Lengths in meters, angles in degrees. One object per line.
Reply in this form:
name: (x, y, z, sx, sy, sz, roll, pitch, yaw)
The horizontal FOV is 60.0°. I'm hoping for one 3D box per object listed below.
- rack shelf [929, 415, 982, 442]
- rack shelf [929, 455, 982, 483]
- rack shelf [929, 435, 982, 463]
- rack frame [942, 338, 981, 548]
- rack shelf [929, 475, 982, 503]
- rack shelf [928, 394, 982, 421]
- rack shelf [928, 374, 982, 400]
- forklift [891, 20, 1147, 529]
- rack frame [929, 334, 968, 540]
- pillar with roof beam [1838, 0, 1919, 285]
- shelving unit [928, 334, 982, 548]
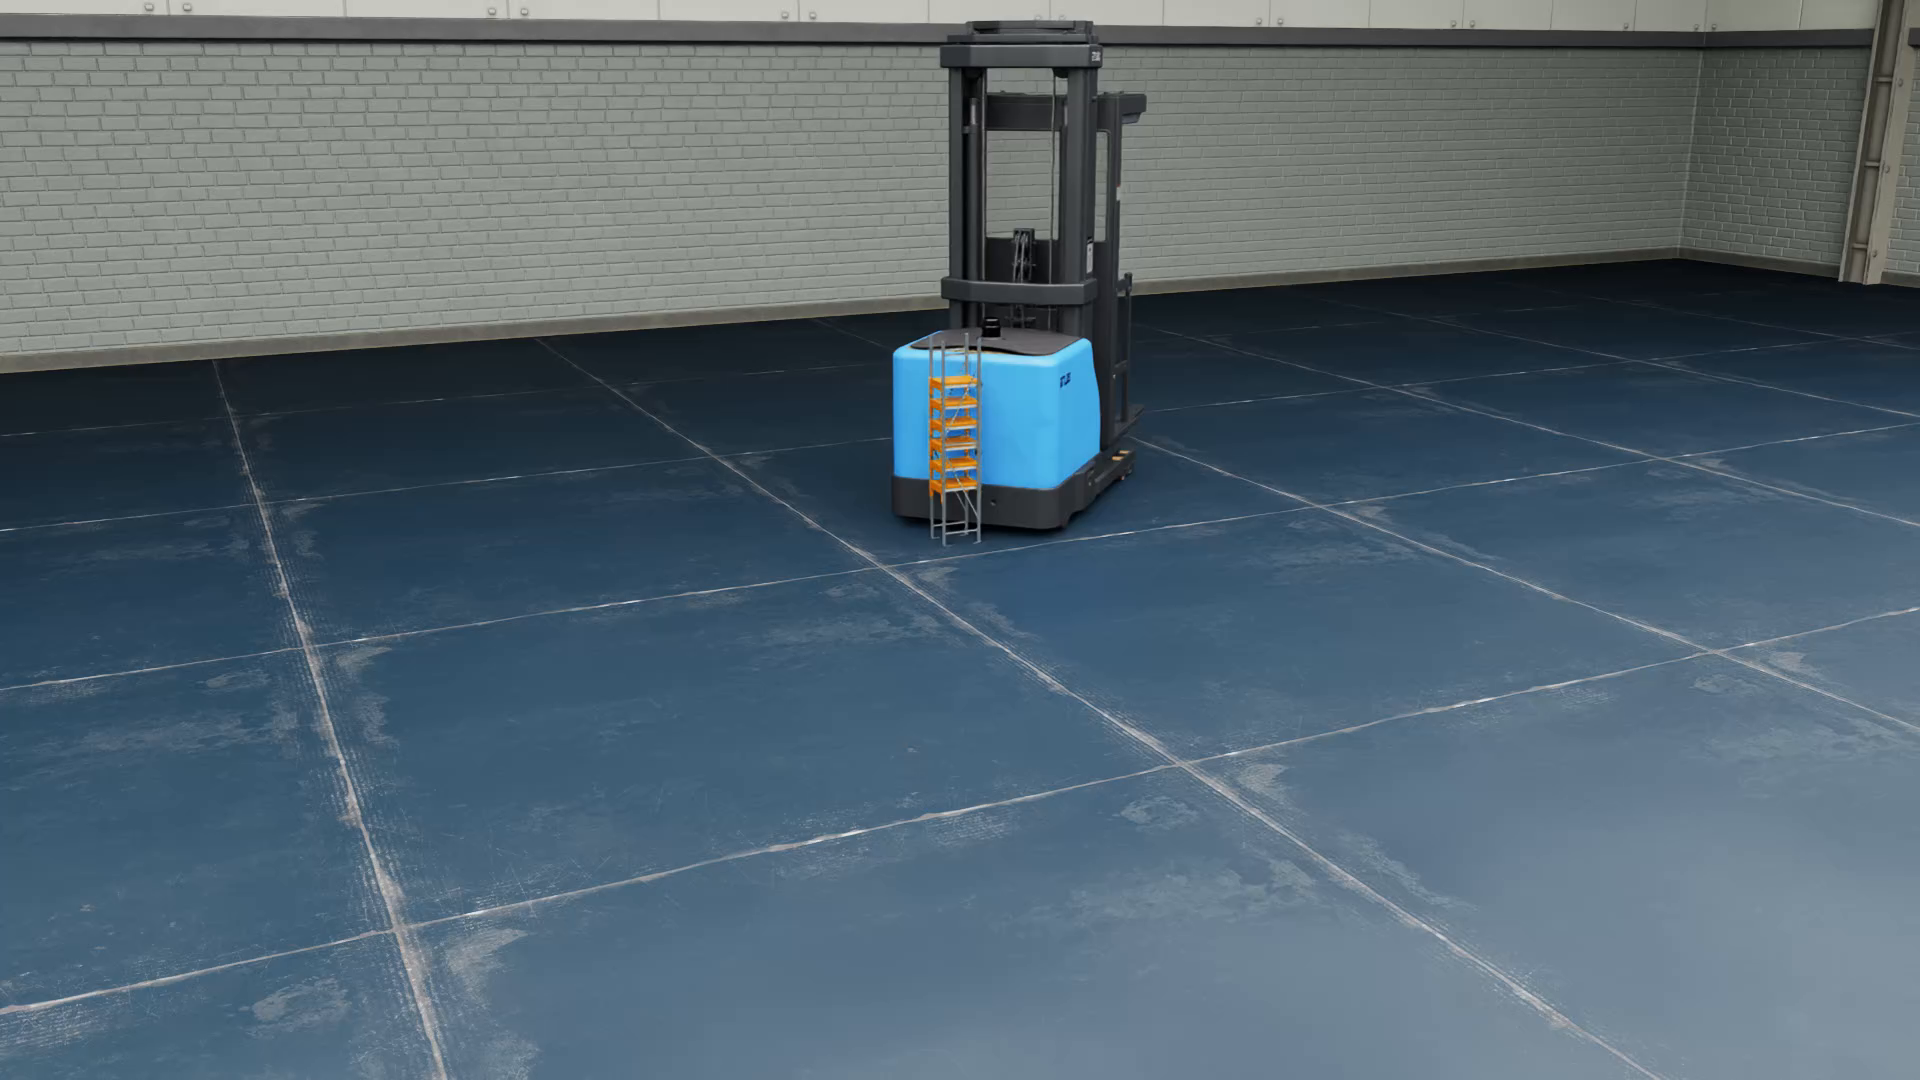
rack shelf: (-0.027, -0.641, 9.537, 0.258, 0.103, 0.180, -7, 17, -22)
rack shelf: (-0.027, -0.411, 9.603, 0.258, 0.103, 0.180, -7, 17, -22)
rack shelf: (-0.027, -0.526, 9.570, 0.258, 0.103, 0.180, -7, 17, -22)
rack frame: (0.009, -0.546, 9.477, 0.240, 1.200, 0.006, -7, 17, -22)
rack shelf: (-0.027, -0.295, 9.636, 0.258, 0.103, 0.180, -7, 17, -22)
rack shelf: (-0.027, -0.757, 9.504, 0.258, 0.103, 0.180, -7, 17, -22)
rack shelf: (-0.027, -0.872, 9.471, 0.258, 0.103, 0.180, -7, 17, -22)
forklift: (0.557, -1.836, 10.837, 1.130, 2.935, 3.031, 6, 17, 19)
rack frame: (-0.063, -0.592, 9.639, 0.240, 1.200, 0.006, -7, 17, -22)
pillar with roof beam: (7.614, -7.097, 18.168, 9.100, 9.000, 0.400, -8, 18, -25)
shelving unit: (-0.027, -0.569, 9.558, 0.258, 1.200, 0.189, -7, 17, -22)
